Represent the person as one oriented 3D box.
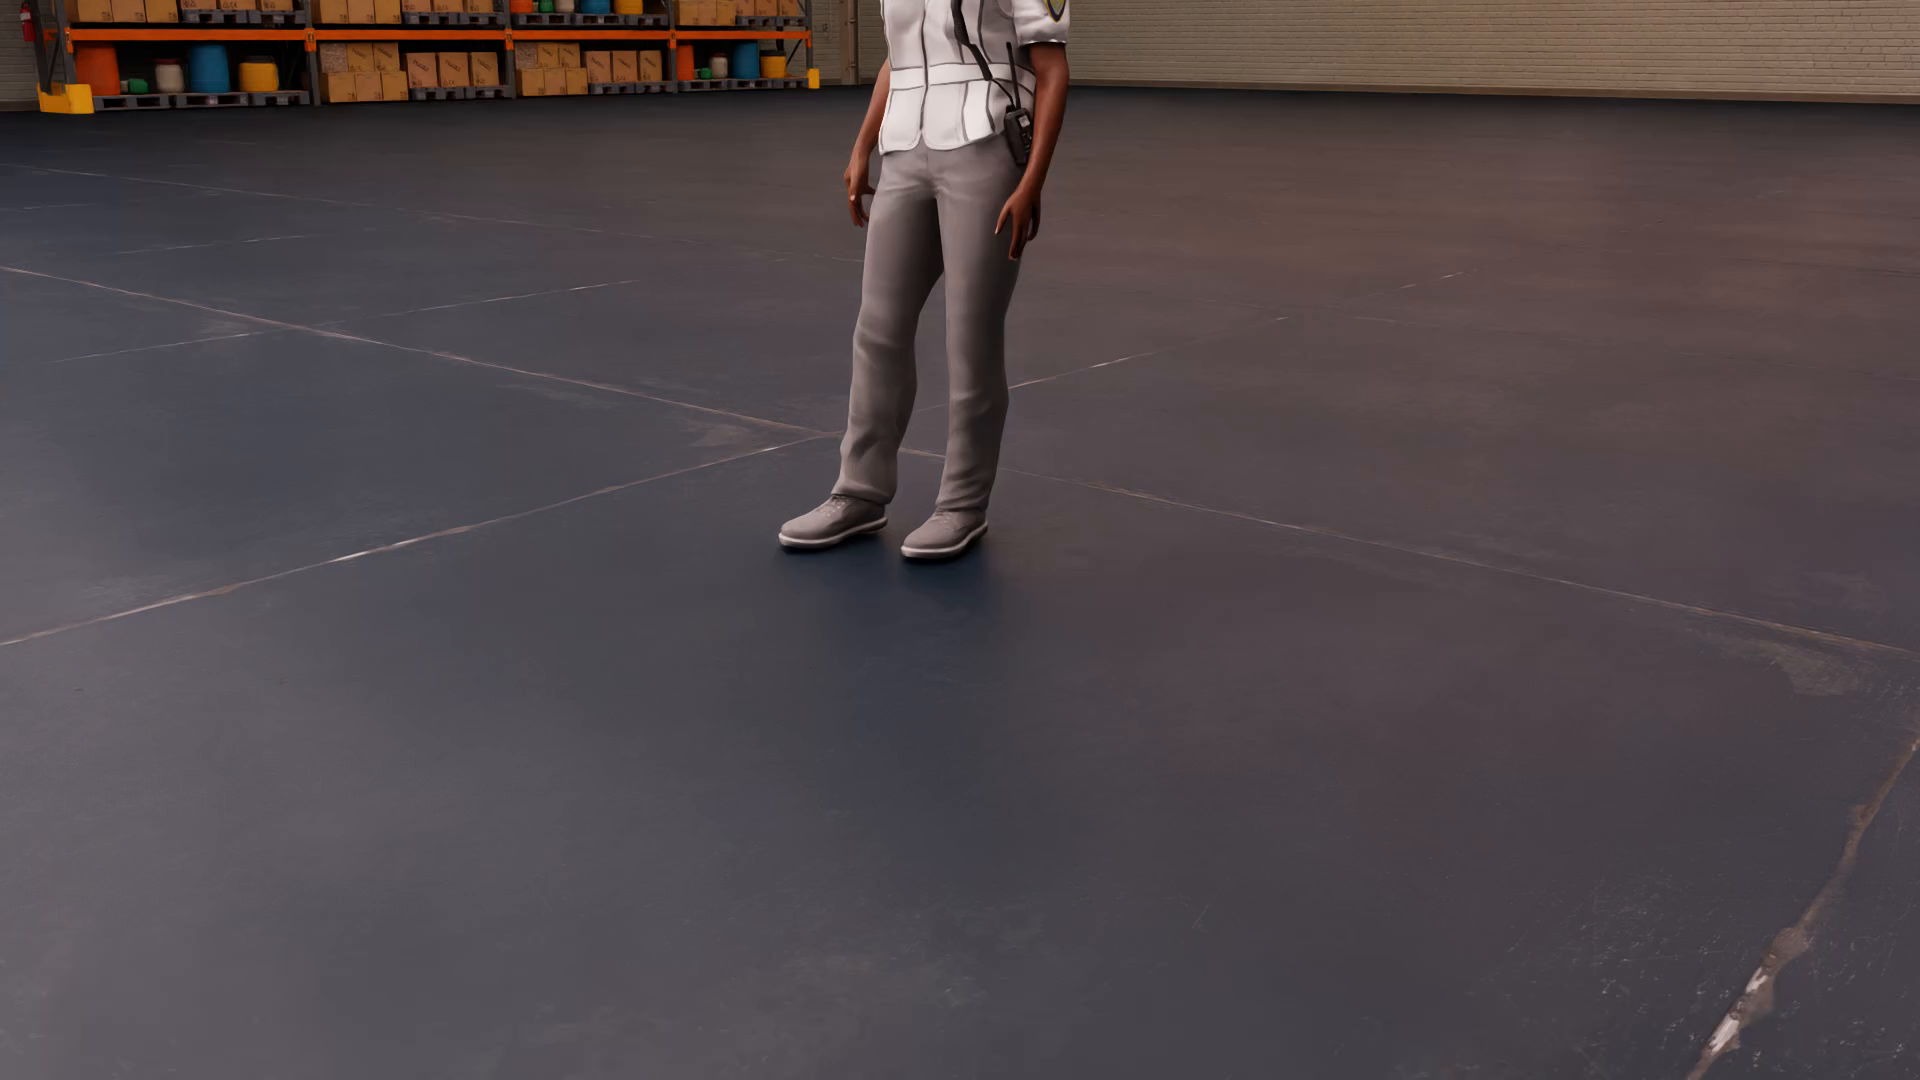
[{"bbox_3d":[-0.063,-0.805,3.651,0.569,1.695,0.530,13,21,37],"label":"person"}]
